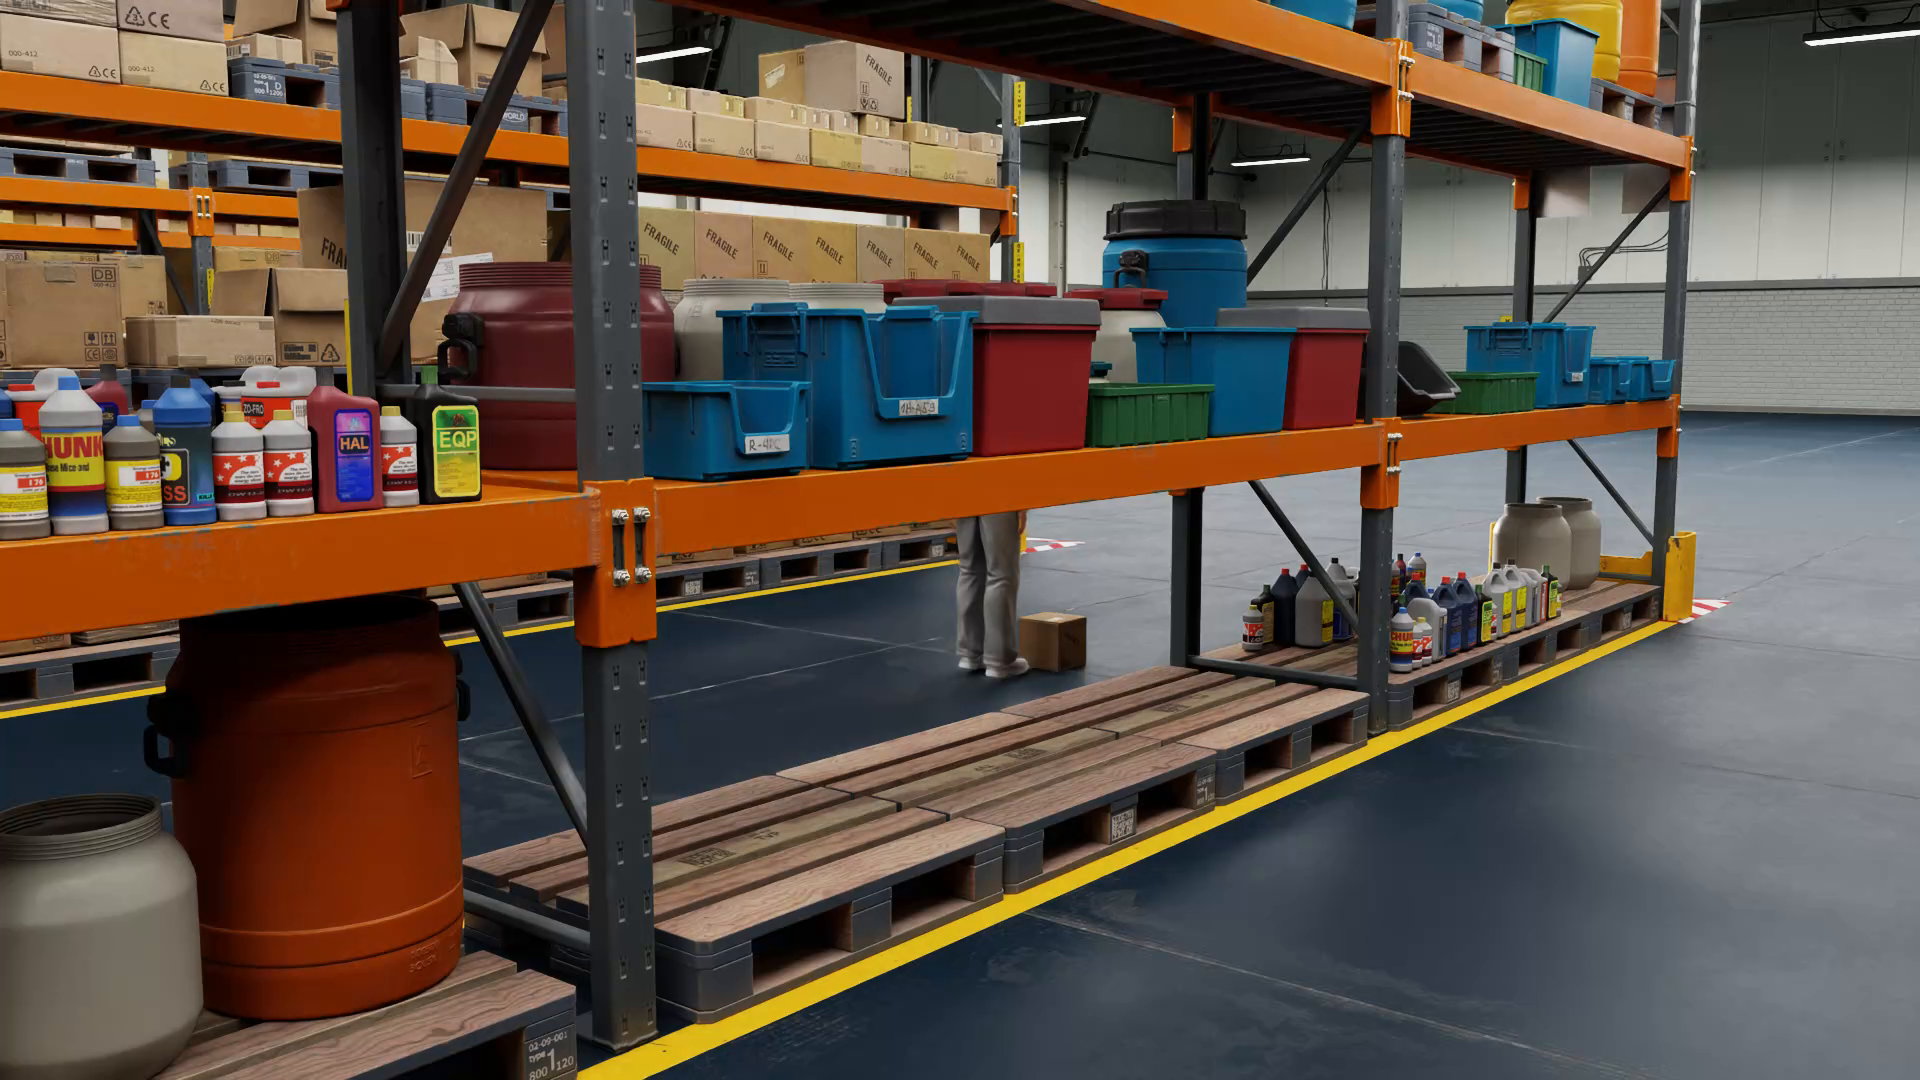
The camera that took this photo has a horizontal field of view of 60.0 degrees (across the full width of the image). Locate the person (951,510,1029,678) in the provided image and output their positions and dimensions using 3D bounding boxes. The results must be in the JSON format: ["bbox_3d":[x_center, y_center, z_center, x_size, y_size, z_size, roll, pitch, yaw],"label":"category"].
[{"bbox_3d":[0.162,-0.170,8.047,0.472,1.687,0.458,7,9,44],"label":"person"}]
